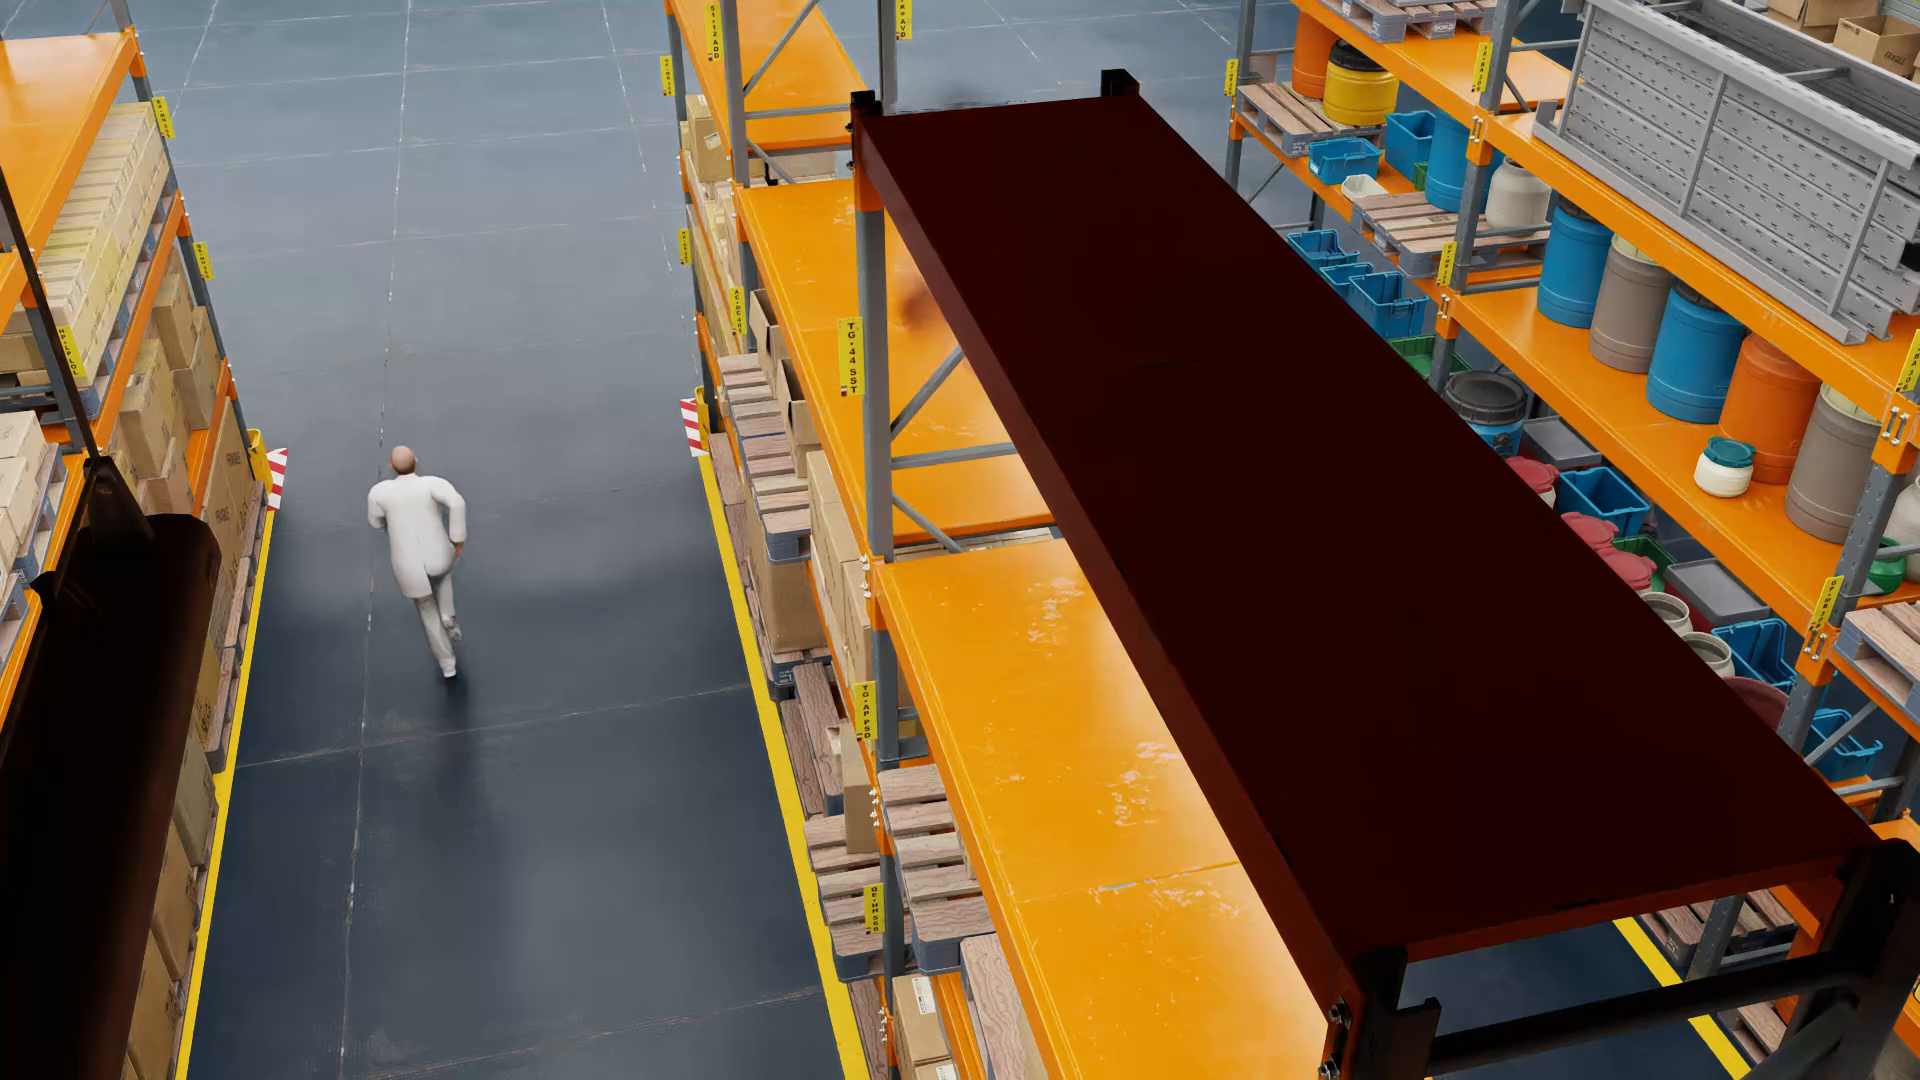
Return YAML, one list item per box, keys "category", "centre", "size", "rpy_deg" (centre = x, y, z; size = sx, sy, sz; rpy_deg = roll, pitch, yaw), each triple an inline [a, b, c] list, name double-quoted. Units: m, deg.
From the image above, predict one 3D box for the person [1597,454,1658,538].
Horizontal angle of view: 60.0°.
- category: "person"
  centre: [5.510, -0.794, 13.695]
  size: [0.635, 1.753, 0.907]
  rpy_deg: [-16, 37, -21]

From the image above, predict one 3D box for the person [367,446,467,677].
- category: "person"
  centre: [-3.975, 0.117, 12.374]
  size: [0.690, 1.706, 0.931]
  rpy_deg: [-13, 36, -18]
